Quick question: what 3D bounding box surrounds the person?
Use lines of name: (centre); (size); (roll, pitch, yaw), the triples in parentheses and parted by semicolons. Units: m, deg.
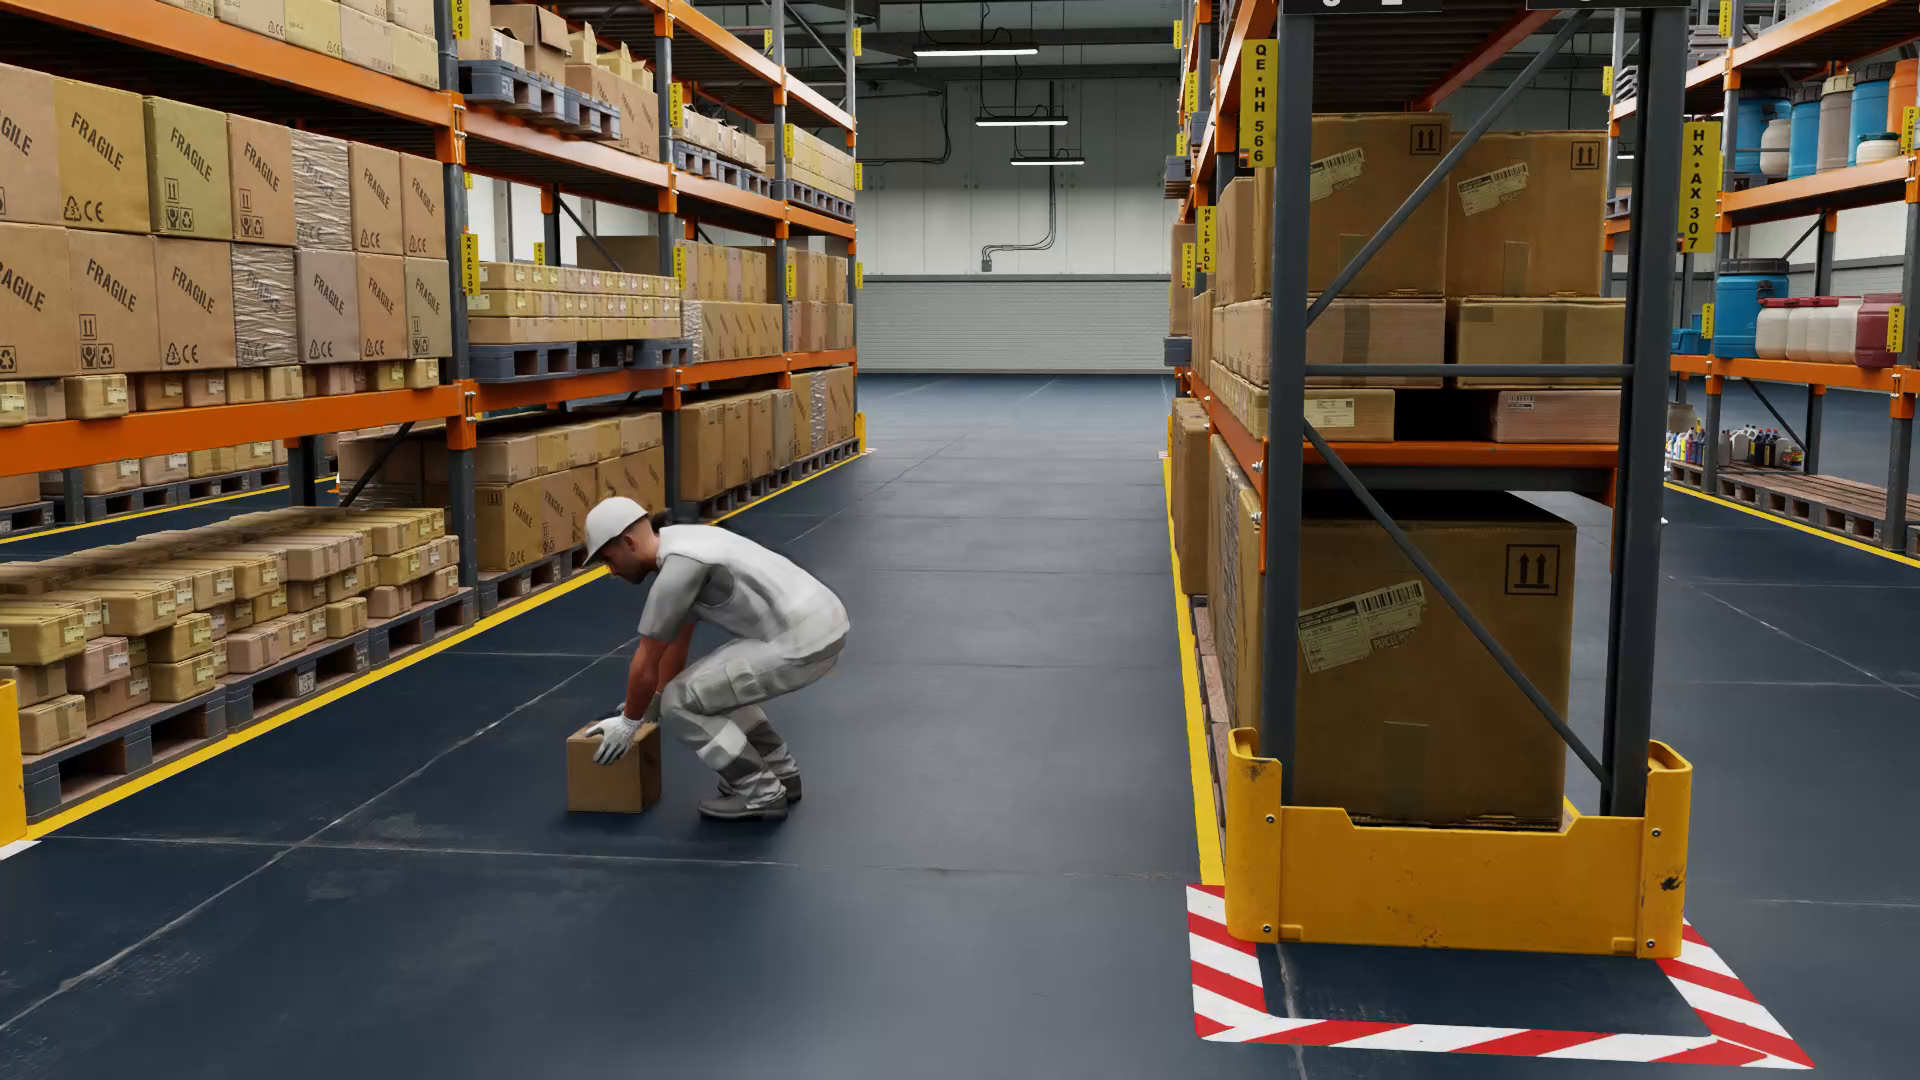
person: (-0.811, 0.385, 5.561); (0.870, 1.065, 0.578); (1, 8, 6)
